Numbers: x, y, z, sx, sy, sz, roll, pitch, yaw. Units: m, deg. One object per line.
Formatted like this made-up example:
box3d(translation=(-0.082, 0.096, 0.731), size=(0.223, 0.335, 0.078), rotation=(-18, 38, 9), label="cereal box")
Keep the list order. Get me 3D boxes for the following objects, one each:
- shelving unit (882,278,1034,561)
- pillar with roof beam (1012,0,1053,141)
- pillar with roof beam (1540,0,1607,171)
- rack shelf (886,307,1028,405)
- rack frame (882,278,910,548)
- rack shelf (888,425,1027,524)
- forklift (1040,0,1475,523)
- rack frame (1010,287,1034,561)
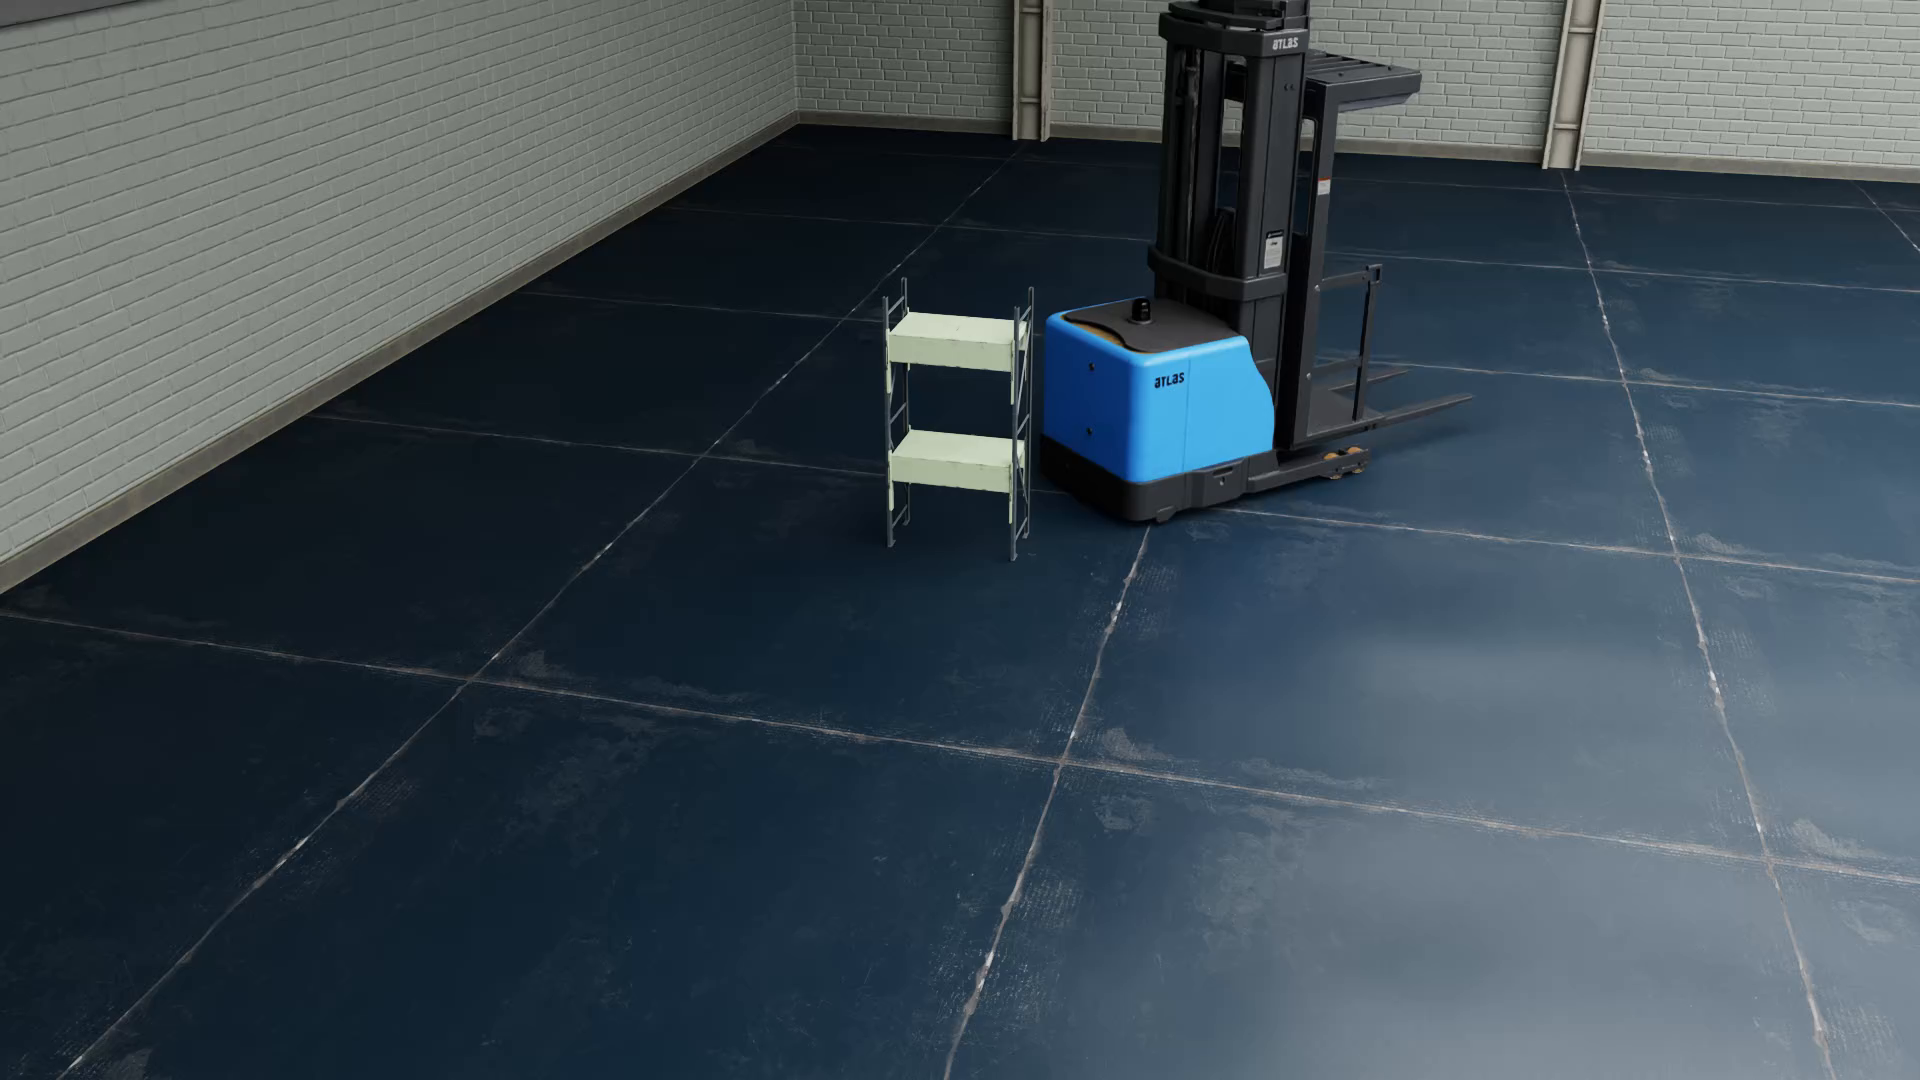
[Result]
box3d(translation=(-0.006, -0.678, 9.429), size=(0.755, 1.500, 0.431), rotation=(6, 26, 13), label="shelving unit")
box3d(translation=(-0.225, -7.061, 14.112), size=(0.400, 9.000, 9.100), rotation=(6, 26, 13), label="pillar with roof beam")
box3d(translation=(5.585, -6.418, 12.763), size=(0.400, 9.000, 9.100), rotation=(6, 26, 13), label="pillar with roof beam")
box3d(translation=(-0.006, -1.030, 9.261), size=(0.720, 0.370, 0.431), rotation=(6, 26, 13), label="rack shelf")
box3d(translation=(-0.361, -0.717, 9.511), size=(0.023, 1.500, 0.400), rotation=(6, 26, 13), label="rack frame")
box3d(translation=(-0.006, -0.384, 9.569), size=(0.720, 0.370, 0.431), rotation=(6, 26, 13), label="rack shelf")
box3d(translation=(2.031, -1.884, 10.298), size=(3.031, 2.935, 1.130), rotation=(-15, 29, -28), label="forklift")
box3d(translation=(0.348, -0.639, 9.347), size=(0.023, 1.500, 0.400), rotation=(6, 26, 13), label="rack frame")
